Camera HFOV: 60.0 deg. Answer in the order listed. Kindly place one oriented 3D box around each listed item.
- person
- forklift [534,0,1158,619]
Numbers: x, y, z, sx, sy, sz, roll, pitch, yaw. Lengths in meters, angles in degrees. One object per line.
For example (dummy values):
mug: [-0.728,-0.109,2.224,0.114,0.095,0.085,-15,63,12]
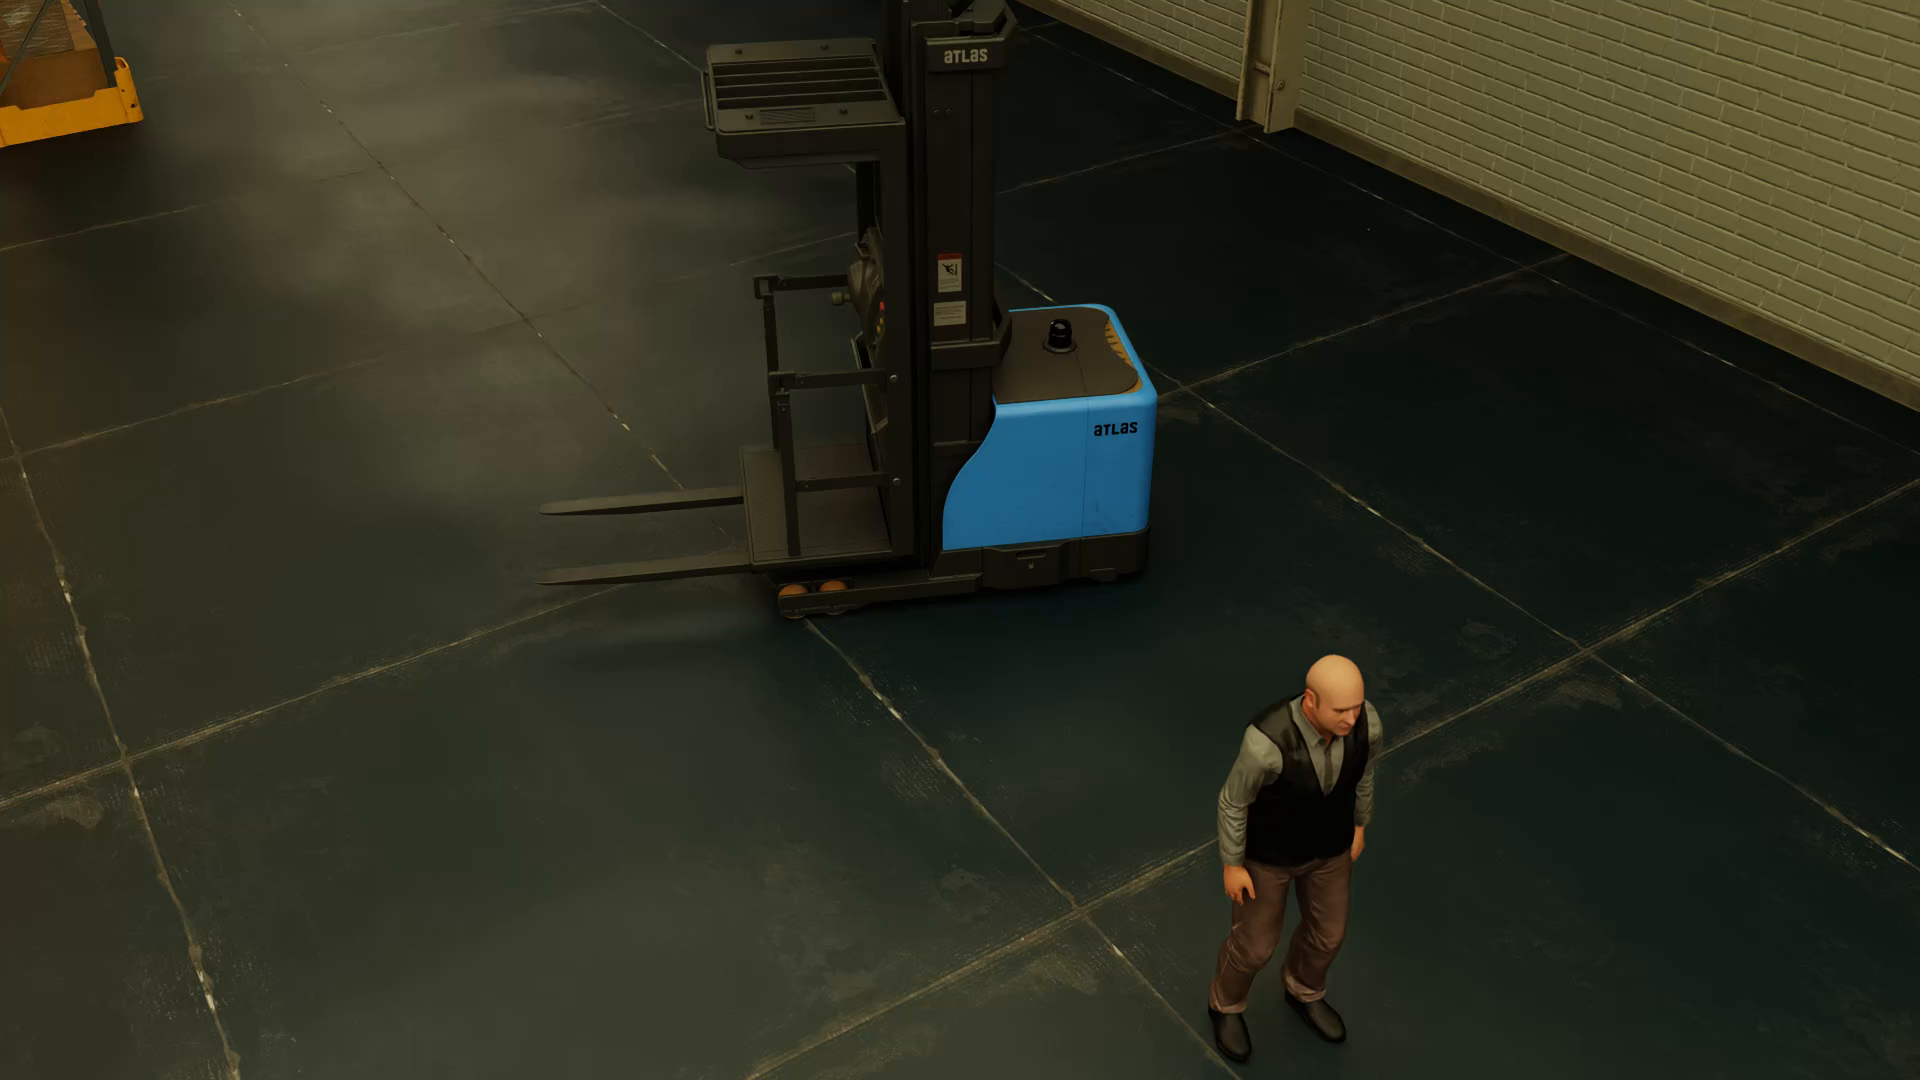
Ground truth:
person: [1.146,1.060,5.701,0.586,1.722,0.442,-12,37,-16]
forklift: [-0.613,-1.141,7.772,3.031,2.935,1.130,-5,35,-8]
